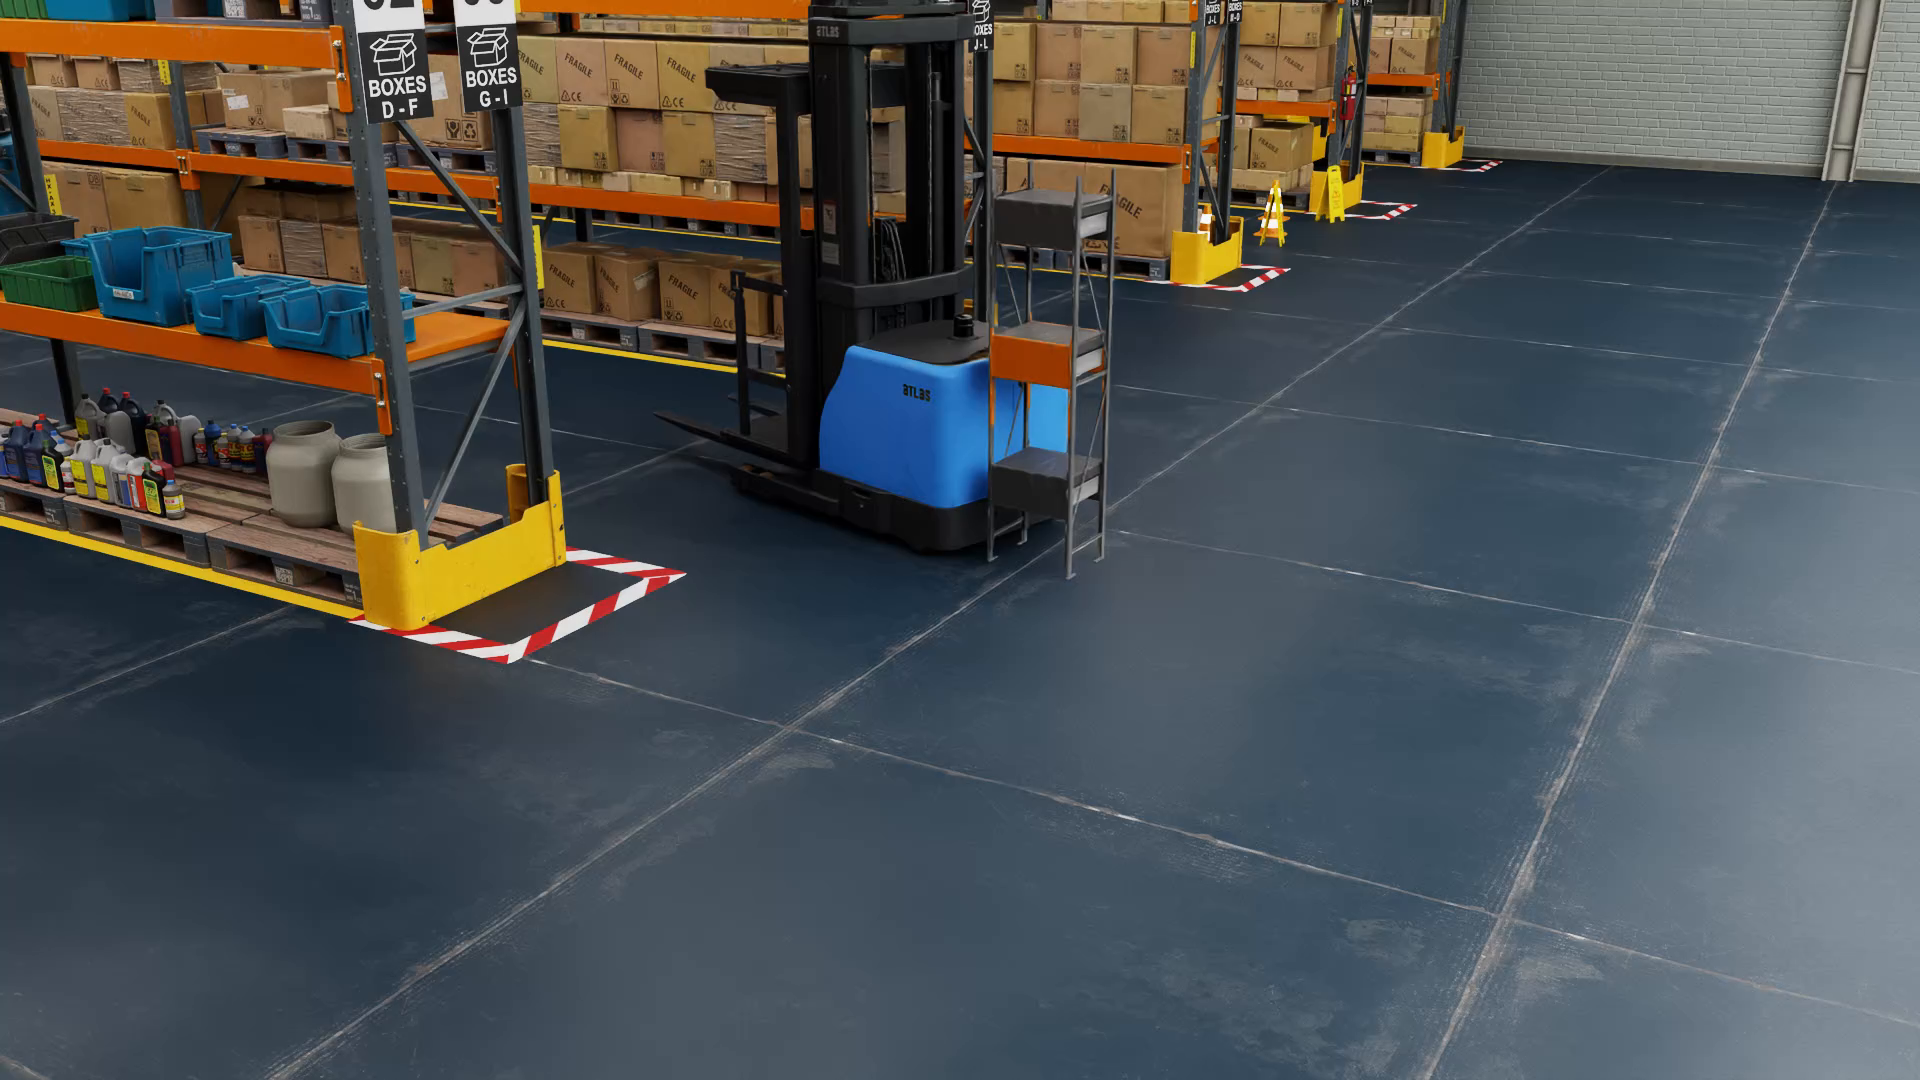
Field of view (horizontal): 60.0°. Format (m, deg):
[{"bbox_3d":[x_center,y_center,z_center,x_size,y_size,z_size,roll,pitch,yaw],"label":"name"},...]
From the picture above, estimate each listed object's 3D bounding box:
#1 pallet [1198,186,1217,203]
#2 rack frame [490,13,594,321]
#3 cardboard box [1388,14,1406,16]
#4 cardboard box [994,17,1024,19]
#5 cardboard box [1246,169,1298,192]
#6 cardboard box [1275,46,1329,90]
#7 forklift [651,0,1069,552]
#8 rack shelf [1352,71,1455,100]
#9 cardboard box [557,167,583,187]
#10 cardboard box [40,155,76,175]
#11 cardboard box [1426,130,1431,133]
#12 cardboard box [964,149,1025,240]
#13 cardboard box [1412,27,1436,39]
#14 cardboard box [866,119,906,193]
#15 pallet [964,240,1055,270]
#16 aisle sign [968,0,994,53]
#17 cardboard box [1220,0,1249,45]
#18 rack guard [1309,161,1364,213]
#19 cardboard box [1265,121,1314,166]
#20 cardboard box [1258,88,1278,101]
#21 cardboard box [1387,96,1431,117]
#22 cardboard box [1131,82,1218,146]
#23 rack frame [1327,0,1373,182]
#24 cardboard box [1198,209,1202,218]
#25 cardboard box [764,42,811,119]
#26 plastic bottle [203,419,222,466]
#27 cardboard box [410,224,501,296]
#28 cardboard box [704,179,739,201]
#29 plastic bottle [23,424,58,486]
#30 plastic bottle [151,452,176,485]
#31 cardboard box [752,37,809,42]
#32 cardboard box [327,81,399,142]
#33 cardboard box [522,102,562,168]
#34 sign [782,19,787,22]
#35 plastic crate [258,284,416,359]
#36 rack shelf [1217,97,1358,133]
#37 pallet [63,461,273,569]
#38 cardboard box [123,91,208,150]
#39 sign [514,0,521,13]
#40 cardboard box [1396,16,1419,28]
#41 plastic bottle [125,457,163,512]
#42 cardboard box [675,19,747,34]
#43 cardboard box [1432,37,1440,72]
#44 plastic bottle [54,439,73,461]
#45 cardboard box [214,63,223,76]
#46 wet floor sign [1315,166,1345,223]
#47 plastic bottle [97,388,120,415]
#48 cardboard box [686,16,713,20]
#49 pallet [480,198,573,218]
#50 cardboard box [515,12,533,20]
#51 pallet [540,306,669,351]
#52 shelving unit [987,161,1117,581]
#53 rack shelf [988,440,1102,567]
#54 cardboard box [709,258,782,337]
[{"bbox_3d":[2.965,-4.636,21.835,1.213,0.211,1.003,11,23,27],"label":"pallet"},{"bbox_3d":[-3.540,-3.300,14.063,0.127,3.000,1.000,11,23,27],"label":"rack frame"},{"bbox_3d":[6.564,-7.768,24.846,0.250,0.149,0.380,11,23,28],"label":"cardboard box"},{"bbox_3d":[0.586,-6.881,22.737,0.500,0.500,0.500,11,23,27],"label":"cardboard box"},{"bbox_3d":[3.927,-4.548,20.921,0.500,0.250,0.500,11,23,27],"label":"cardboard box"},{"bbox_3d":[4.177,-5.780,20.318,0.500,0.500,0.500,10,22,26],"label":"cardboard box"},{"bbox_3d":[-0.759,-1.730,9.836,1.130,2.935,3.031,-18,27,-41],"label":"forklift"},{"bbox_3d":[5.456,-7.058,25.478,4.000,0.370,1.077,11,23,27],"label":"rack shelf"},{"bbox_3d":[-3.056,-2.978,13.544,0.250,0.149,0.380,11,23,27],"label":"cardboard box"},{"bbox_3d":[-9.175,-3.580,17.336,0.875,0.875,1.225,10,22,25],"label":"cardboard box"},{"bbox_3d":[6.869,-6.108,25.221,0.500,0.250,0.500,11,23,28],"label":"cardboard box"},{"bbox_3d":[0.271,-3.684,17.623,0.875,0.875,0.875,11,23,28],"label":"cardboard box"},{"bbox_3d":[6.763,-7.389,24.239,0.250,0.149,0.380,11,23,28],"label":"cardboard box"},{"bbox_3d":[-0.515,-2.921,12.437,0.500,0.500,0.875,11,23,27],"label":"cardboard box"},{"bbox_3d":[0.662,-3.097,17.592,1.213,0.211,1.003,11,23,27],"label":"pallet"},{"bbox_3d":[0.152,-3.936,12.004,0.004,0.787,0.394,11,23,27],"label":"aisle sign"},{"bbox_3d":[3.299,-6.402,20.567,0.500,0.500,0.700,10,22,27],"label":"cardboard box"},{"bbox_3d":[4.718,-4.422,20.824,0.348,0.500,1.175,11,23,27],"label":"rack guard"},{"bbox_3d":[4.194,-5.063,21.239,0.500,0.500,0.500,10,22,26],"label":"cardboard box"},{"bbox_3d":[3.865,-5.523,20.562,0.250,0.149,0.380,10,22,26],"label":"cardboard box"},{"bbox_3d":[6.648,-6.422,24.620,0.500,0.250,0.500,12,23,29],"label":"cardboard box"},{"bbox_3d":[2.113,-4.213,16.361,0.550,0.550,0.875,11,23,27],"label":"cardboard box"},{"bbox_3d":[4.785,-5.585,20.363,0.127,3.000,1.000,11,23,27],"label":"rack frame"},{"bbox_3d":[2.656,-3.861,19.792,0.380,0.149,0.250,-11,23,-29],"label":"cardboard box"},{"bbox_3d":[-1.088,-3.391,12.265,0.500,0.500,0.500,11,23,27],"label":"cardboard box"},{"bbox_3d":[-4.458,-0.586,9.938,0.097,0.271,0.097,0,20,0],"label":"plastic bottle"},{"bbox_3d":[-4.473,-2.525,14.948,0.500,0.500,0.700,11,22,27],"label":"cardboard box"},{"bbox_3d":[-1.758,-2.721,12.835,0.250,0.149,0.380,11,23,27],"label":"cardboard box"},{"bbox_3d":[-5.289,-0.498,9.578,0.185,0.351,0.144,10,22,25],"label":"plastic bottle"},{"bbox_3d":[-4.436,-0.347,9.261,0.133,0.283,0.061,11,23,27],"label":"plastic bottle"},{"bbox_3d":[-1.266,-3.632,12.930,0.500,0.500,0.500,11,23,27],"label":"cardboard box"},{"bbox_3d":[-5.099,-3.807,14.693,0.637,0.503,0.797,13,24,33],"label":"cardboard box"},{"bbox_3d":[-3.178,-3.394,13.739,0.500,0.500,0.875,11,23,27],"label":"cardboard box"},{"bbox_3d":[-2.467,-7.294,23.376,0.005,0.325,0.100,11,23,27],"label":"sign"},{"bbox_3d":[-3.047,-1.084,8.174,0.616,0.251,0.499,11,23,27],"label":"plastic crate"},{"bbox_3d":[3.039,-5.579,21.402,4.000,0.370,1.077,11,23,27],"label":"rack shelf"},{"bbox_3d":[-4.321,-0.188,9.574,1.213,0.211,1.003,11,23,27],"label":"pallet"},{"bbox_3d":[-7.584,-4.020,15.903,0.500,0.500,0.500,12,23,29],"label":"cardboard box"},{"bbox_3d":[-2.192,-2.738,8.101,0.005,0.325,0.100,11,23,27],"label":"sign"},{"bbox_3d":[6.556,-7.584,24.339,0.250,0.149,0.380,11,23,27],"label":"cardboard box"},{"bbox_3d":[-4.488,-0.312,9.174,0.135,0.276,0.152,11,23,28],"label":"plastic bottle"},{"bbox_3d":[-2.801,-5.611,18.822,0.500,0.500,0.700,11,22,27],"label":"cardboard box"},{"bbox_3d":[6.905,-7.275,24.876,0.500,0.500,0.500,12,23,29],"label":"cardboard box"},{"bbox_3d":[-5.142,-0.447,9.555,0.097,0.271,0.097,0,20,0],"label":"plastic bottle"},{"bbox_3d":[-9.903,-6.536,22.401,0.500,0.500,0.500,10,22,26],"label":"cardboard box"},{"bbox_3d":[4.429,-4.128,19.799,0.267,0.644,0.232,-16,26,-38],"label":"wet floor sign"},{"bbox_3d":[-5.253,-0.766,10.317,0.185,0.351,0.144,10,22,26],"label":"plastic bottle"},{"bbox_3d":[-3.661,-7.608,24.327,0.500,0.500,0.500,11,23,27],"label":"cardboard box"},{"bbox_3d":[-5.207,-4.244,20.757,1.213,0.211,1.003,11,23,27],"label":"pallet"},{"bbox_3d":[-6.677,-8.181,25.906,0.500,0.500,0.500,10,22,27],"label":"cardboard box"},{"bbox_3d":[-2.937,-1.888,14.260,1.213,0.211,1.003,11,23,27],"label":"pallet"},{"bbox_3d":[0.469,-0.876,8.698,0.503,2.100,0.431,13,23,31],"label":"shelving unit"},{"bbox_3d":[0.467,-0.205,8.943,0.480,0.518,0.431,13,23,31],"label":"rack shelf"},{"bbox_3d":[-1.661,-1.965,13.433,0.500,0.500,0.500,13,24,32],"label":"cardboard box"}]
